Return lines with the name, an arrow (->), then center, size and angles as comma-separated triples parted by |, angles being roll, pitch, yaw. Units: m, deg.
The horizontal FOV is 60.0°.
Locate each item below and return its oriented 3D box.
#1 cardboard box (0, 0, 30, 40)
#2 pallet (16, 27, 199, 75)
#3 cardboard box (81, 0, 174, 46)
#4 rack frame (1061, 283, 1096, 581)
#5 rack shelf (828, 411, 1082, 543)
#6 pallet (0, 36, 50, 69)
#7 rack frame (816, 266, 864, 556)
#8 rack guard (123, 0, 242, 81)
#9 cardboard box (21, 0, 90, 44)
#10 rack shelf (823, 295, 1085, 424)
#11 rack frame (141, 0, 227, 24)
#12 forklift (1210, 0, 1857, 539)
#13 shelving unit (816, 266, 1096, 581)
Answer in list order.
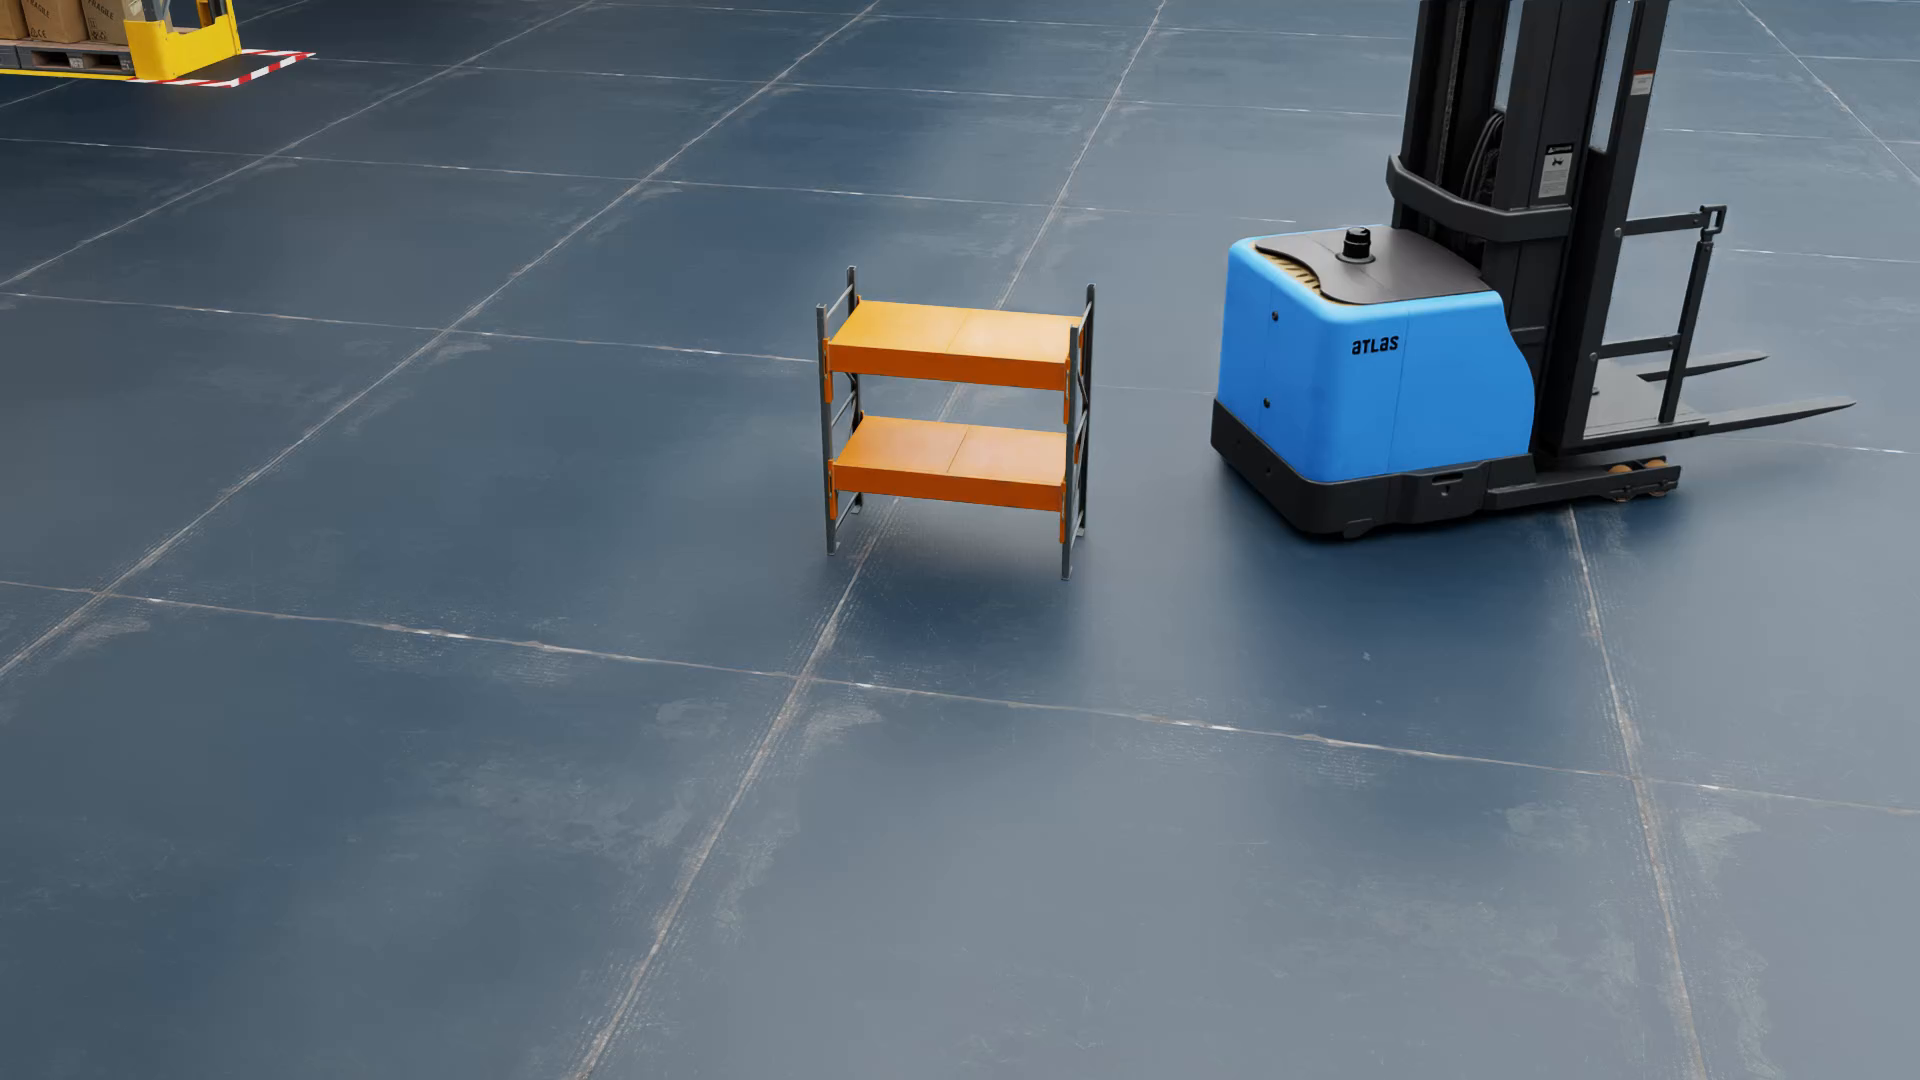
cardboard box -> -8.744, -4.911, 15.263 | 0.500, 0.500, 0.500 | 9, 30, 15
pallet -> -7.799, -4.520, 15.286 | 1.213, 0.211, 1.003 | 6, 29, 11
cardboard box -> -7.544, -4.796, 15.052 | 0.500, 0.500, 0.500 | 11, 31, 20
rack frame -> 0.491, -0.443, 6.888 | 0.032, 1.125, 0.500 | 6, 29, 11
rack shelf -> -0.007, -0.280, 7.099 | 1.000, 0.278, 0.538 | 6, 29, 11
pallet -> -8.988, -4.643, 15.512 | 1.213, 0.211, 1.003 | 6, 29, 11
rack frame -> -0.504, -0.545, 7.074 | 0.032, 1.125, 0.500 | 6, 29, 11
rack guard -> -7.011, -4.549, 15.038 | 0.348, 0.500, 1.175 | 6, 29, 11
cardboard box -> -8.136, -4.839, 15.132 | 0.500, 0.500, 0.500 | 14, 32, 24
rack shelf -> -0.007, -0.751, 6.841 | 1.000, 0.278, 0.538 | 6, 29, 11
rack frame -> -6.937, -5.637, 14.424 | 0.127, 3.000, 1.000 | 6, 29, 11
forklift -> 2.772, -1.690, 7.286 | 3.031, 2.935, 1.130 | -8, 30, -15
shelving unit -> -0.007, -0.494, 6.981 | 1.048, 1.125, 0.538 | 6, 29, 11
